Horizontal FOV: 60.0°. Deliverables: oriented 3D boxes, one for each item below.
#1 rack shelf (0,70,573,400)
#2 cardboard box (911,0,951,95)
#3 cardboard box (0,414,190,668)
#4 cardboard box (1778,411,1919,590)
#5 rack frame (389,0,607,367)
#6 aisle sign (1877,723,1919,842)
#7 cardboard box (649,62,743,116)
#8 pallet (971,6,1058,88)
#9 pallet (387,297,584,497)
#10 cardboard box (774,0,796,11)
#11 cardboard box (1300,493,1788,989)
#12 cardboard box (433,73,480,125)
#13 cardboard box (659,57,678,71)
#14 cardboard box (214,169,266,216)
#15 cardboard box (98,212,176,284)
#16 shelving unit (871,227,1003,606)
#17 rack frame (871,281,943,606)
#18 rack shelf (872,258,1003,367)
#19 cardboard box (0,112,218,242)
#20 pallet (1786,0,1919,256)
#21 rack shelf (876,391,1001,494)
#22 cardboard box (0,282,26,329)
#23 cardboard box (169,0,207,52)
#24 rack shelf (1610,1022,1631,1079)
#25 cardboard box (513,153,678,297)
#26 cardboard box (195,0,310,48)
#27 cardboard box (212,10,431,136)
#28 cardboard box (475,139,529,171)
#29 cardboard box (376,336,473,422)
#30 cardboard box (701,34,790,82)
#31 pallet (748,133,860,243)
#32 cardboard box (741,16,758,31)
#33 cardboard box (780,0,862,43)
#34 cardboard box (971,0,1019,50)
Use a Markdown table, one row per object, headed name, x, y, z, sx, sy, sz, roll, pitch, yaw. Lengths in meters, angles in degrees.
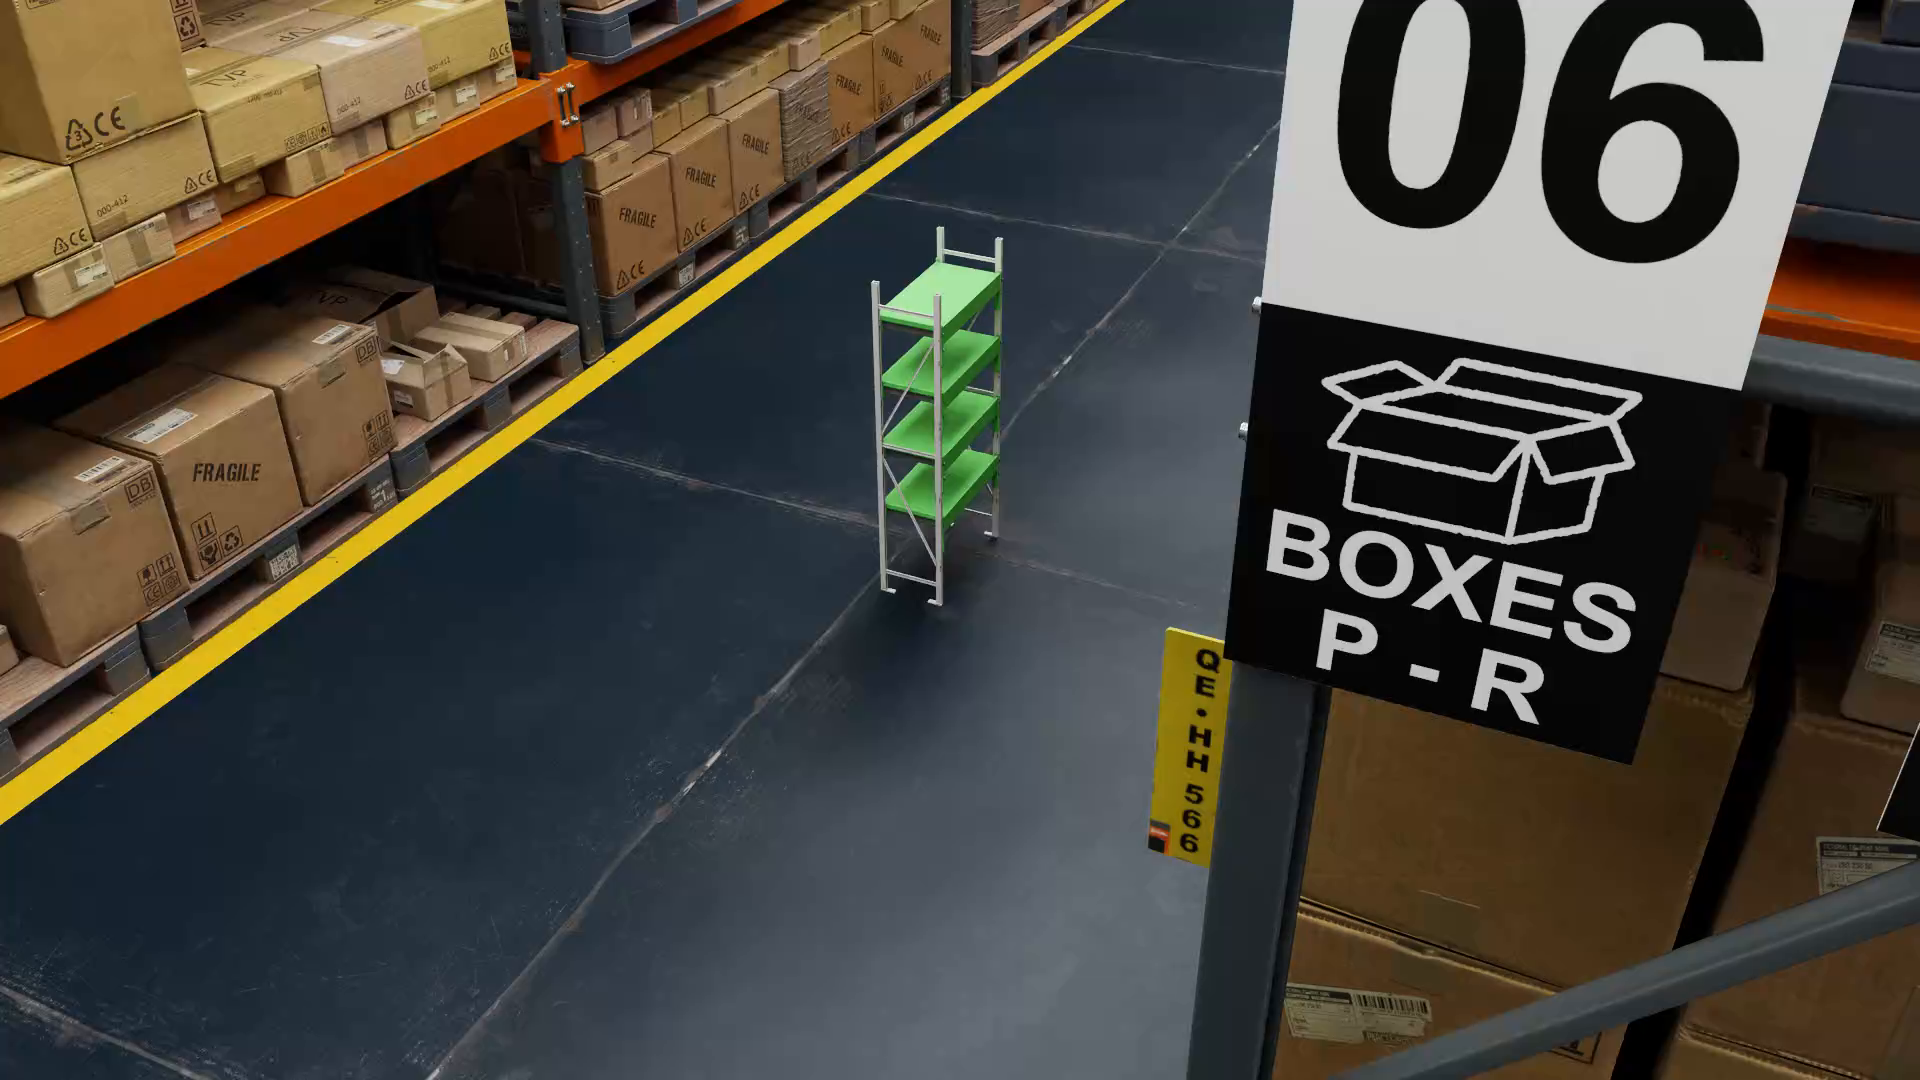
| name | x | y | z | sx | sy | sz | roll | pitch | yaw |
| --- | --- | --- | --- | --- | --- | --- | --- | --- | --- |
| rack shelf | -2.917 | -0.875 | 5.505 | 1.077 | 0.370 | 4.000 | 14 | 36 | 20 |
| cardboard box | -0.388 | -3.035 | 10.039 | 0.500 | 0.500 | 0.500 | 15 | 36 | 22 |
| cardboard box | -3.019 | -0.010 | 5.426 | 0.700 | 0.500 | 0.500 | 16 | 36 | 22 |
| cardboard box | 1.201 | -0.035 | 1.973 | 0.380 | 0.149 | 0.250 | 15 | 36 | 22 |
| rack frame | -2.080 | -2.172 | 6.827 | 1.000 | 3.000 | 0.127 | 14 | 36 | 20 |
| aisle sign | 0.990 | -0.028 | 1.186 | 0.394 | 0.787 | 0.004 | 14 | 36 | 20 |
| cardboard box | -1.305 | -2.233 | 8.225 | 0.380 | 0.149 | 0.250 | 14 | 36 | 20 |
| pallet | -0.027 | -3.399 | 11.242 | 1.003 | 0.211 | 1.213 | 14 | 36 | 20 |
| pallet | -2.368 | -0.664 | 7.071 | 1.003 | 0.211 | 1.213 | 14 | 36 | 20 |
| cardboard box | -1.075 | -3.109 | 9.561 | 0.380 | 0.149 | 0.250 | 15 | 36 | 21 |
| cardboard box | 0.742 | 0.202 | 2.203 | 0.500 | 0.500 | 0.500 | 15 | 36 | 22 |
| cardboard box | -2.073 | -1.716 | 6.360 | 0.380 | 0.149 | 0.250 | 15 | 36 | 22 |
| cardboard box | -1.685 | -2.478 | 8.598 | 0.380 | 0.149 | 0.250 | 15 | 36 | 21 |
| cardboard box | -2.585 | -1.220 | 5.604 | 0.380 | 0.149 | 0.250 | 15 | 36 | 21 |
| cardboard box | -2.691 | -0.942 | 5.180 | 0.380 | 0.149 | 0.250 | 15 | 36 | 22 |
| shelving unit | -0.069 | -0.419 | 5.795 | 0.258 | 1.200 | 0.503 | 14 | 36 | 20 |
| rack frame | -0.171 | -0.298 | 5.610 | 0.240 | 1.200 | 0.015 | 14 | 36 | 20 |
| rack shelf | -0.069 | -0.767 | 5.567 | 0.258 | 0.148 | 0.480 | 14 | 36 | 20 |
| cardboard box | -2.705 | -1.170 | 5.164 | 0.500 | 0.250 | 0.500 | 13 | 36 | 19 |
| pallet | 1.057 | -0.632 | 1.824 | 1.003 | 0.211 | 1.213 | 14 | 36 | 20 |
| rack shelf | -0.069 | -0.366 | 5.830 | 0.258 | 0.148 | 0.480 | 14 | 36 | 20 |
| cardboard box | -2.957 | -0.697 | 4.807 | 0.380 | 0.149 | 0.250 | 15 | 36 | 21 |
| cardboard box | -2.945 | -1.867 | 5.543 | 0.500 | 0.500 | 0.500 | 13 | 35 | 19 |
| rack shelf | 1.593 | 0.262 | 3.772 | 1.077 | 0.370 | 4.000 | 14 | 36 | 20 |
| cardboard box | -1.673 | -1.492 | 7.686 | 0.500 | 0.500 | 0.500 | 16 | 36 | 23 |
| cardboard box | -2.736 | -1.798 | 6.122 | 0.500 | 0.250 | 0.500 | 14 | 36 | 20 |
| cardboard box | -2.268 | -1.671 | 5.929 | 0.500 | 0.250 | 0.500 | 14 | 36 | 21 |
| cardboard box | -2.188 | -1.823 | 7.600 | 0.380 | 0.149 | 0.250 | 13 | 35 | 19 |
| cardboard box | -2.196 | -0.682 | 6.665 | 0.396 | 0.266 | 0.258 | 15 | 36 | 22 |
| cardboard box | -1.112 | -2.497 | 8.628 | 0.380 | 0.149 | 0.250 | 14 | 36 | 21 |
| pallet | -1.265 | -2.030 | 9.153 | 1.003 | 0.211 | 1.213 | 14 | 36 | 20 |
| cardboard box | -1.338 | -2.854 | 9.172 | 0.380 | 0.149 | 0.250 | 13 | 36 | 19 |
| cardboard box | -0.771 | -2.877 | 9.207 | 0.380 | 0.149 | 0.250 | 15 | 36 | 22 |
| cardboard box | -0.133 | -3.654 | 10.870 | 0.875 | 0.625 | 0.625 | 15 | 36 | 22 |
